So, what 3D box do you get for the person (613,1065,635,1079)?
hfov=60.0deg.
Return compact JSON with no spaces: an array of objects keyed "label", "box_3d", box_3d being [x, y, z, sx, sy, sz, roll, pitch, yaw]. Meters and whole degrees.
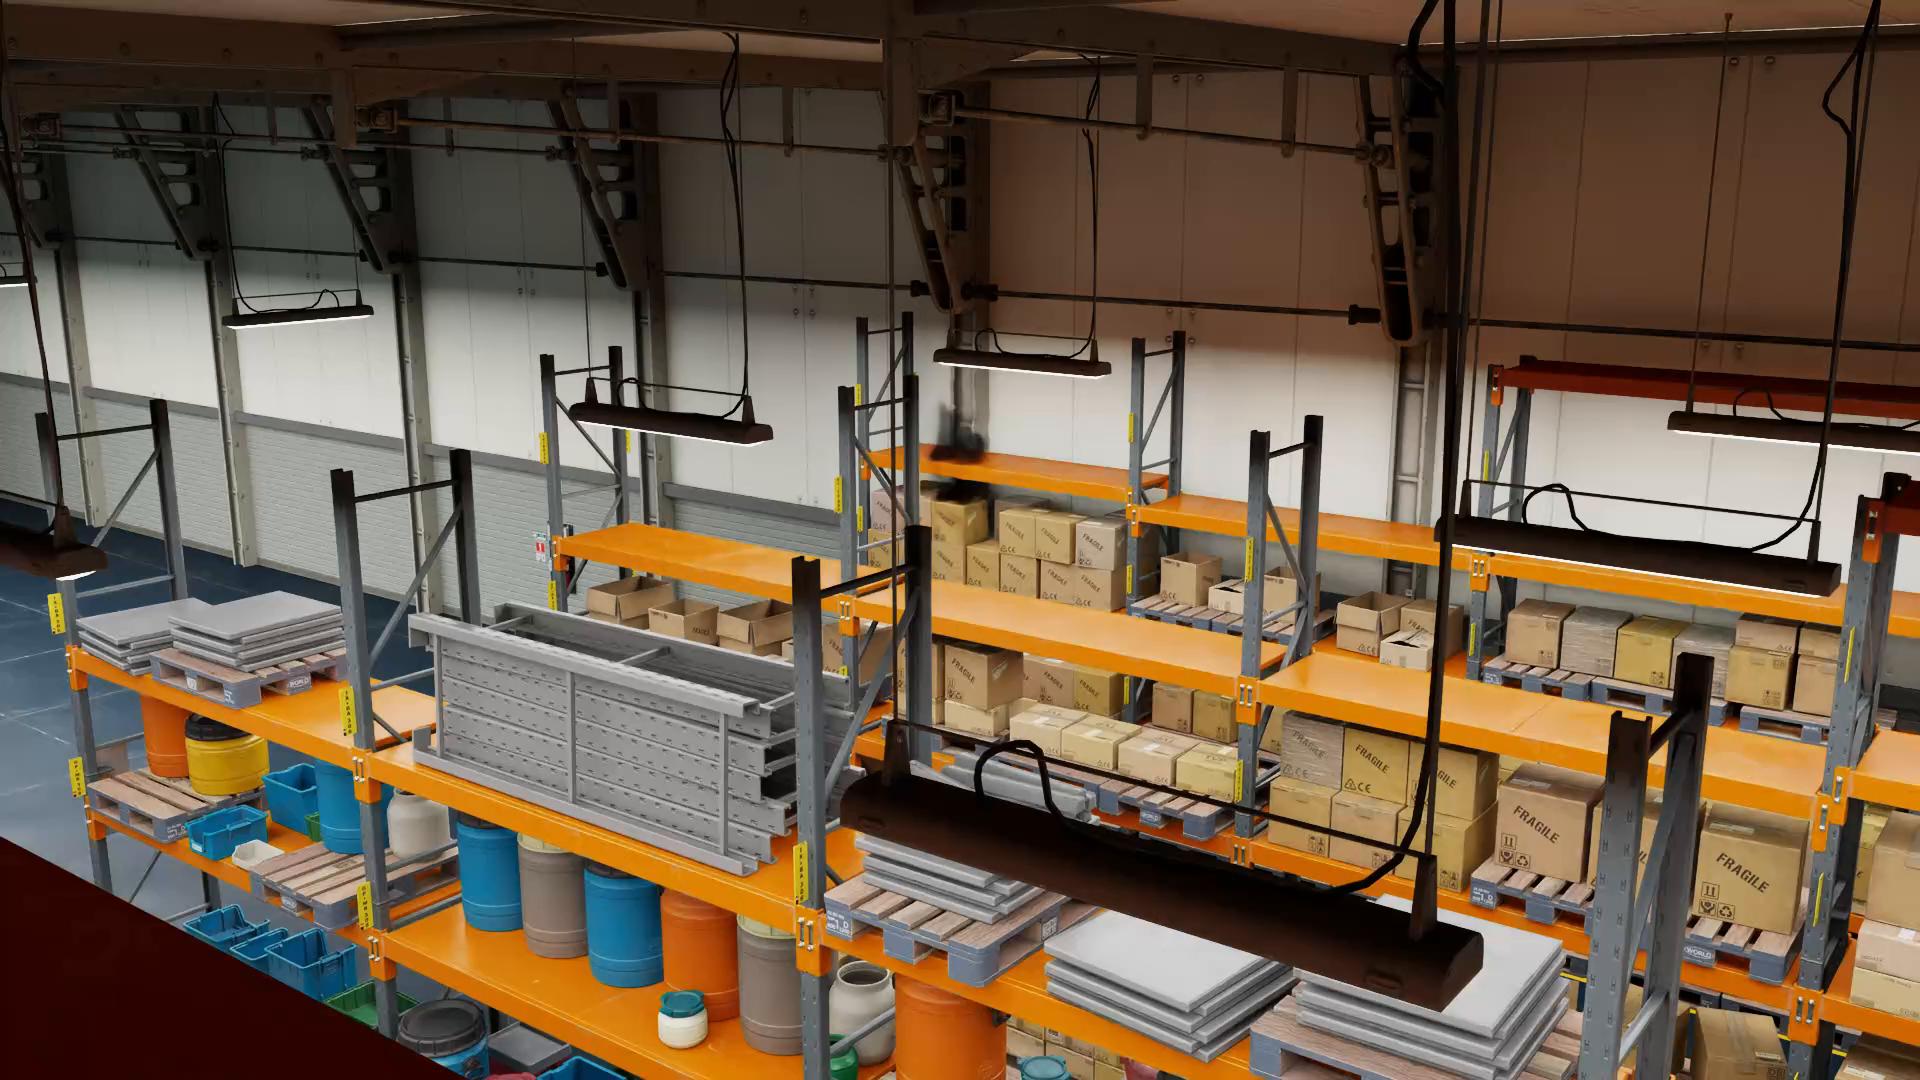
[{"label":"person","box_3d":[-2.557,4.100,13.615,0.984,1.775,0.634,8,15,31]}]
